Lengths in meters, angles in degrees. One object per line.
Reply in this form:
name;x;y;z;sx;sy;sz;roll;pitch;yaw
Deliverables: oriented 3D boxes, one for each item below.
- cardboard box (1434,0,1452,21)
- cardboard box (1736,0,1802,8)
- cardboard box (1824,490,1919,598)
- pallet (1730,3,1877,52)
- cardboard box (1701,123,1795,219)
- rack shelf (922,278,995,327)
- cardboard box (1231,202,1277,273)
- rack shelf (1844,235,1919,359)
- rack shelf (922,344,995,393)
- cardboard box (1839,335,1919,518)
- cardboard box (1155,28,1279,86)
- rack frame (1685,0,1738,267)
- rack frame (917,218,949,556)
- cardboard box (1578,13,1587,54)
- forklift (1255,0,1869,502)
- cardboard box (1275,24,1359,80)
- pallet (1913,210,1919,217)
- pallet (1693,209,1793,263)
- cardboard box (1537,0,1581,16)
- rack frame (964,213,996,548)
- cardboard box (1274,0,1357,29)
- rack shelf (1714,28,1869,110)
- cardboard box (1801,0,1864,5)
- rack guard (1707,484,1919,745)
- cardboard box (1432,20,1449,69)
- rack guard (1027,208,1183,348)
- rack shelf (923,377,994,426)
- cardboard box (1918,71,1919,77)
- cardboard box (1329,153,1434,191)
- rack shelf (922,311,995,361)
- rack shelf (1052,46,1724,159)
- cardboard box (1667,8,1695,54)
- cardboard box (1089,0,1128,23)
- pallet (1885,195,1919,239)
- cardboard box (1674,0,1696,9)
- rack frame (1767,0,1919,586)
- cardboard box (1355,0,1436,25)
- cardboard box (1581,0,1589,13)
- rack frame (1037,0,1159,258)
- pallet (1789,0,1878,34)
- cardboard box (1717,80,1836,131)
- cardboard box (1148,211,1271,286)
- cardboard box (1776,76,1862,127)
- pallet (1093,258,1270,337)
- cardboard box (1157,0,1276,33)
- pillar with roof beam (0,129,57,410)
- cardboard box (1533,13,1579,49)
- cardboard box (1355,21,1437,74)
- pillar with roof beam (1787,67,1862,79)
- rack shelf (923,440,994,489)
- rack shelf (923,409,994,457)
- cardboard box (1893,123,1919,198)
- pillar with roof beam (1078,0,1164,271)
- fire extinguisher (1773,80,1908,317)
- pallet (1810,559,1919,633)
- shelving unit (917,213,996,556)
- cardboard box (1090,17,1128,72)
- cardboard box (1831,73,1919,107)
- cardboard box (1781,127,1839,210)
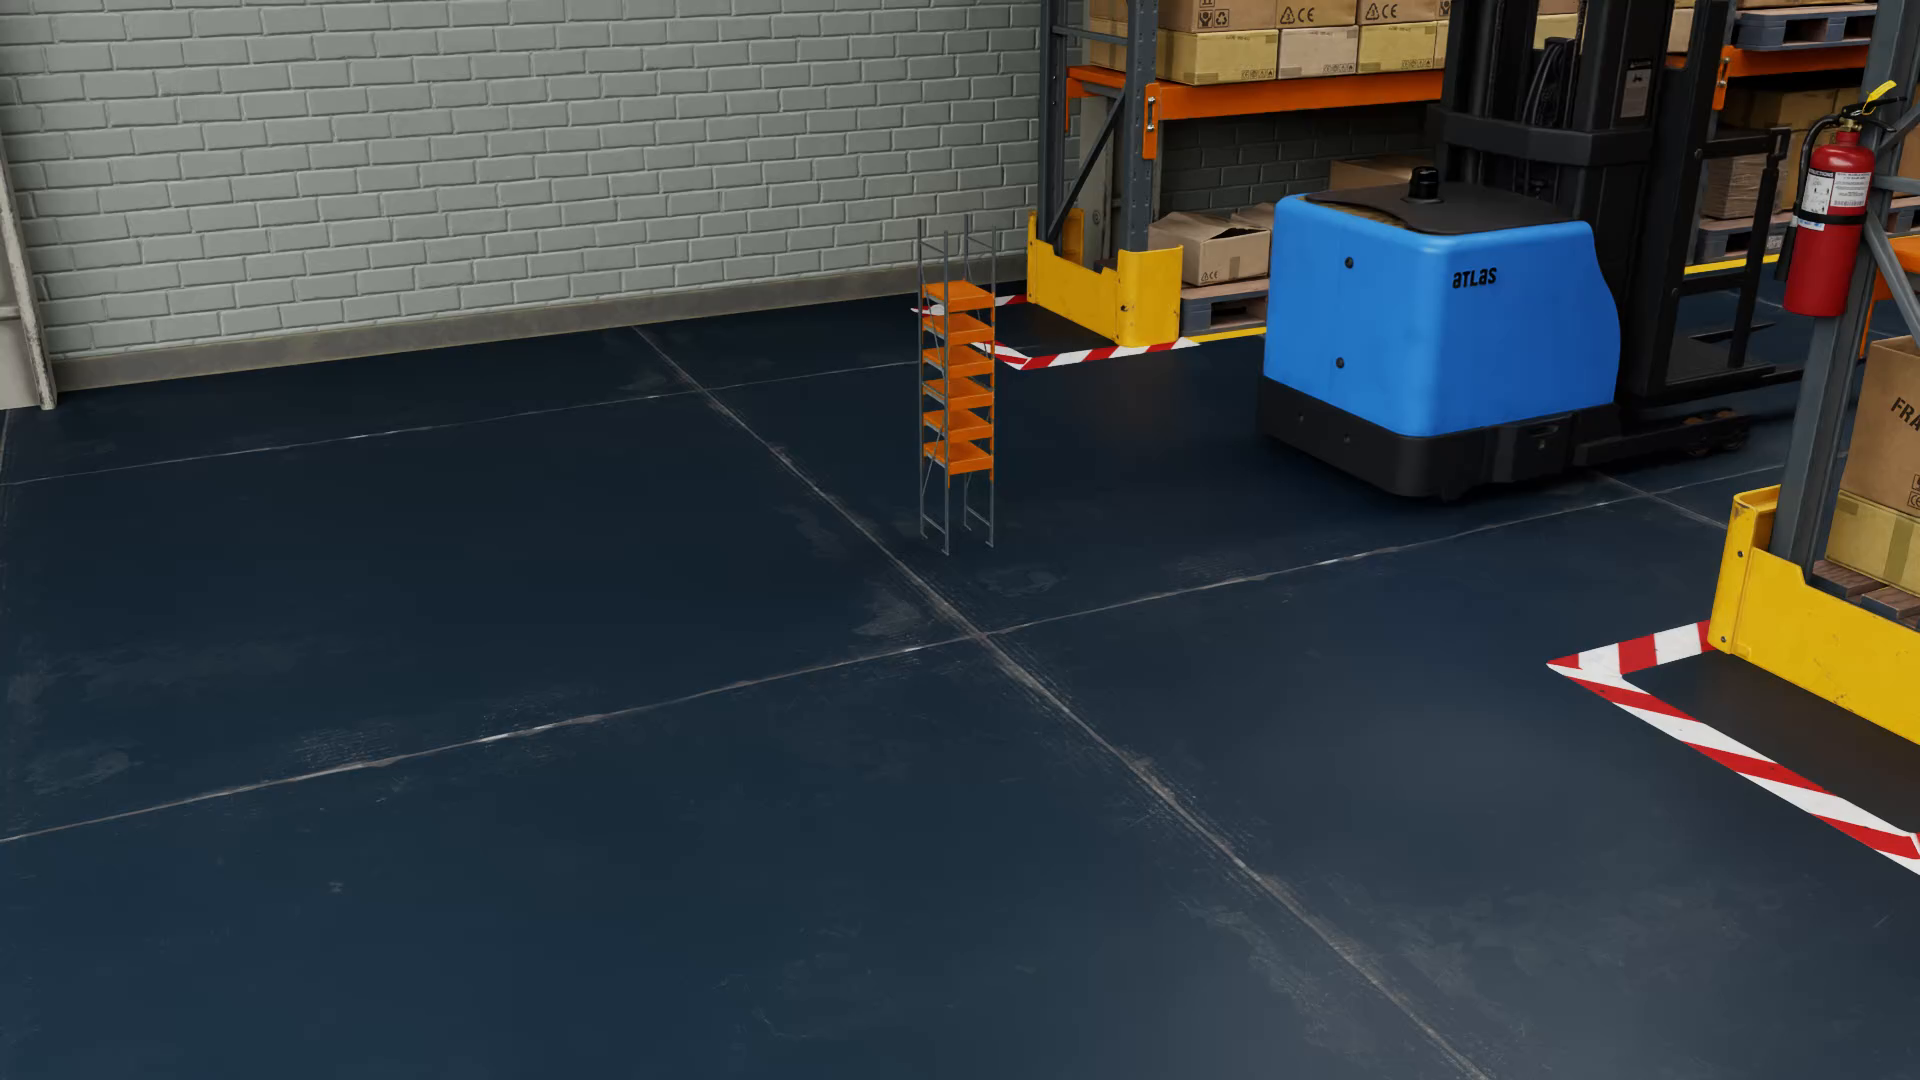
cardboard box;2.642;-3.112;9.037;0.500;0.500;0.500;-10;24;-22
cardboard box;4.781;-3.584;10.281;0.500;0.500;0.700;-10;25;-23
cardboard box;3.210;-0.006;5.390;0.500;0.250;0.500;-10;25;-24
pallet;5.059;-3.250;10.430;1.213;0.211;1.003;-10;25;-24
cardboard box;4.963;-2.438;10.911;0.500;0.500;0.700;-10;24;-22
rack shelf;-0.013;-0.844;5.894;0.180;0.103;0.258;-10;25;-24
cardboard box;1.879;-1.738;9.467;0.500;0.311;0.500;-8;24;-19
rack shelf;4.657;-0.891;5.422;4.000;0.370;1.077;-10;25;-24
rack shelf;-0.013;-0.622;5.986;0.180;0.103;0.258;-10;25;-24
cardboard box;3.209;-0.354;5.248;0.500;0.500;0.500;-10;25;-24
cardboard box;1.281;-2.510;8.562;0.500;0.250;0.500;-11;25;-25
rack frame;4.307;-3.262;10.209;0.127;3.000;1.000;-10;25;-24
rack frame;-0.095;-0.537;5.978;0.006;1.200;0.240;-10;25;-24
cardboard box;3.560;-2.939;9.599;0.500;0.250;0.500;-10;25;-23
forklift;2.842;-1.879;6.956;3.031;2.935;1.130;-11;25;-24
cardboard box;1.742;-2.601;8.782;0.500;0.250;0.500;-11;25;-25
pallet;7.207;-2.508;12.033;1.213;0.211;1.003;-10;25;-24
pallet;5.008;-2.103;11.055;1.213;0.211;1.003;-10;25;-24
cardboard box;3.110;-3.199;9.246;0.500;0.500;0.500;-11;25;-25
rack frame;0.069;-0.567;6.051;0.006;1.200;0.240;-10;25;-24
cardboard box;1.713;-2.939;8.618;0.500;0.500;0.500;-10;25;-23
rack shelf;6.110;-3.261;11.148;4.000;0.370;1.077;-10;25;-24
cardboard box;5.287;-3.674;10.499;0.500;0.500;0.700;-8;24;-18
rack guard;2.833;0.267;4.952;0.348;0.500;1.175;-10;25;-24
cardboard box;2.660;-2.767;9.182;0.500;0.250;0.500;-10;25;-23
rack guard;0.772;-1.456;9.114;0.348;0.500;1.175;-10;25;-24
rack shelf;-0.013;-0.511;6.032;0.180;0.103;0.258;-10;25;-24
cardboard box;6.745;-3.110;11.554;0.500;0.250;0.500;-10;24;-23
cardboard box;2.562;-1.930;9.683;0.500;0.500;0.700;-12;25;-27
rack shelf;-0.013;-0.733;5.940;0.180;0.103;0.258;-10;25;-24
rack shelf;2.505;-2.598;9.545;4.000;0.370;1.077;-10;25;-24
cardboard box;4.012;-3.019;9.791;0.500;0.250;0.500;-10;25;-23
cardboard box;1.036;-3.036;8.853;0.500;0.500;0.500;-11;25;-24
pallet;6.109;-2.307;11.548;1.213;0.211;1.003;-10;25;-24
cardboard box;4.016;-3.364;9.643;0.500;0.500;0.500;-10;25;-24
rack frame;2.855;-0.892;4.483;0.127;3.000;1.000;-10;25;-24
cardboard box;2.182;-3.023;8.820;0.500;0.500;0.500;-11;25;-25
cardboard box;3.568;-3.279;9.438;0.500;0.500;0.500;-11;25;-24
rack frame;0.703;-2.599;8.606;0.127;3.000;1.000;-10;25;-24
pallet;6.146;-3.494;11.021;1.213;0.211;1.003;-10;25;-24
cardboard box;5.359;-2.859;10.947;0.500;0.250;0.500;-11;25;-25
cardboard box;1.366;-1.643;9.238;0.500;0.311;0.500;-14;26;-30
cardboard box;5.826;-2.947;11.159;0.500;0.250;0.500;-11;25;-25
pallet;1.519;-1.445;9.466;1.213;0.211;1.003;-10;25;-24
cardboard box;1.264;-2.861;8.428;0.500;0.500;0.500;-10;25;-24
pillar with roof beam;-2.581;-3.306;2.471;0.400;9.000;9.100;-10;25;-24
cardboard box;3.113;-2.850;9.384;0.500;0.250;0.500;-11;25;-24
cardboard box;2.204;-2.684;8.981;0.500;0.250;0.500;-11;25;-24
pillar with roof beam;8.232;-5.296;7.279;0.400;9.000;9.100;-10;25;-24
rack shelf;-0.013;-0.289;6.124;0.180;0.103;0.258;-10;25;-24
rack shelf;-0.013;-0.400;6.078;0.180;0.103;0.258;-10;25;-24
cardboard box;6.335;-2.699;11.541;0.500;0.500;0.700;-11;25;-24
pillar with roof beam;2.826;-4.301;4.875;0.400;9.000;9.100;-10;25;-24
fire extinguisher;2.547;-0.997;4.837;0.183;0.674;0.296;-10;25;-24
pallet;3.526;0.255;5.358;1.213;0.211;1.003;-10;25;-24
shelving unit;-0.013;-0.552;6.015;0.189;1.200;0.258;-10;25;-24
cardboard box;1.040;-2.683;8.979;0.500;0.250;0.500;-10;25;-23
cardboard box;6.283;-3.023;11.344;0.500;0.250;0.500;-11;25;-24
cardboard box;5.407;-2.541;11.160;0.500;0.500;0.700;-11;25;-25
